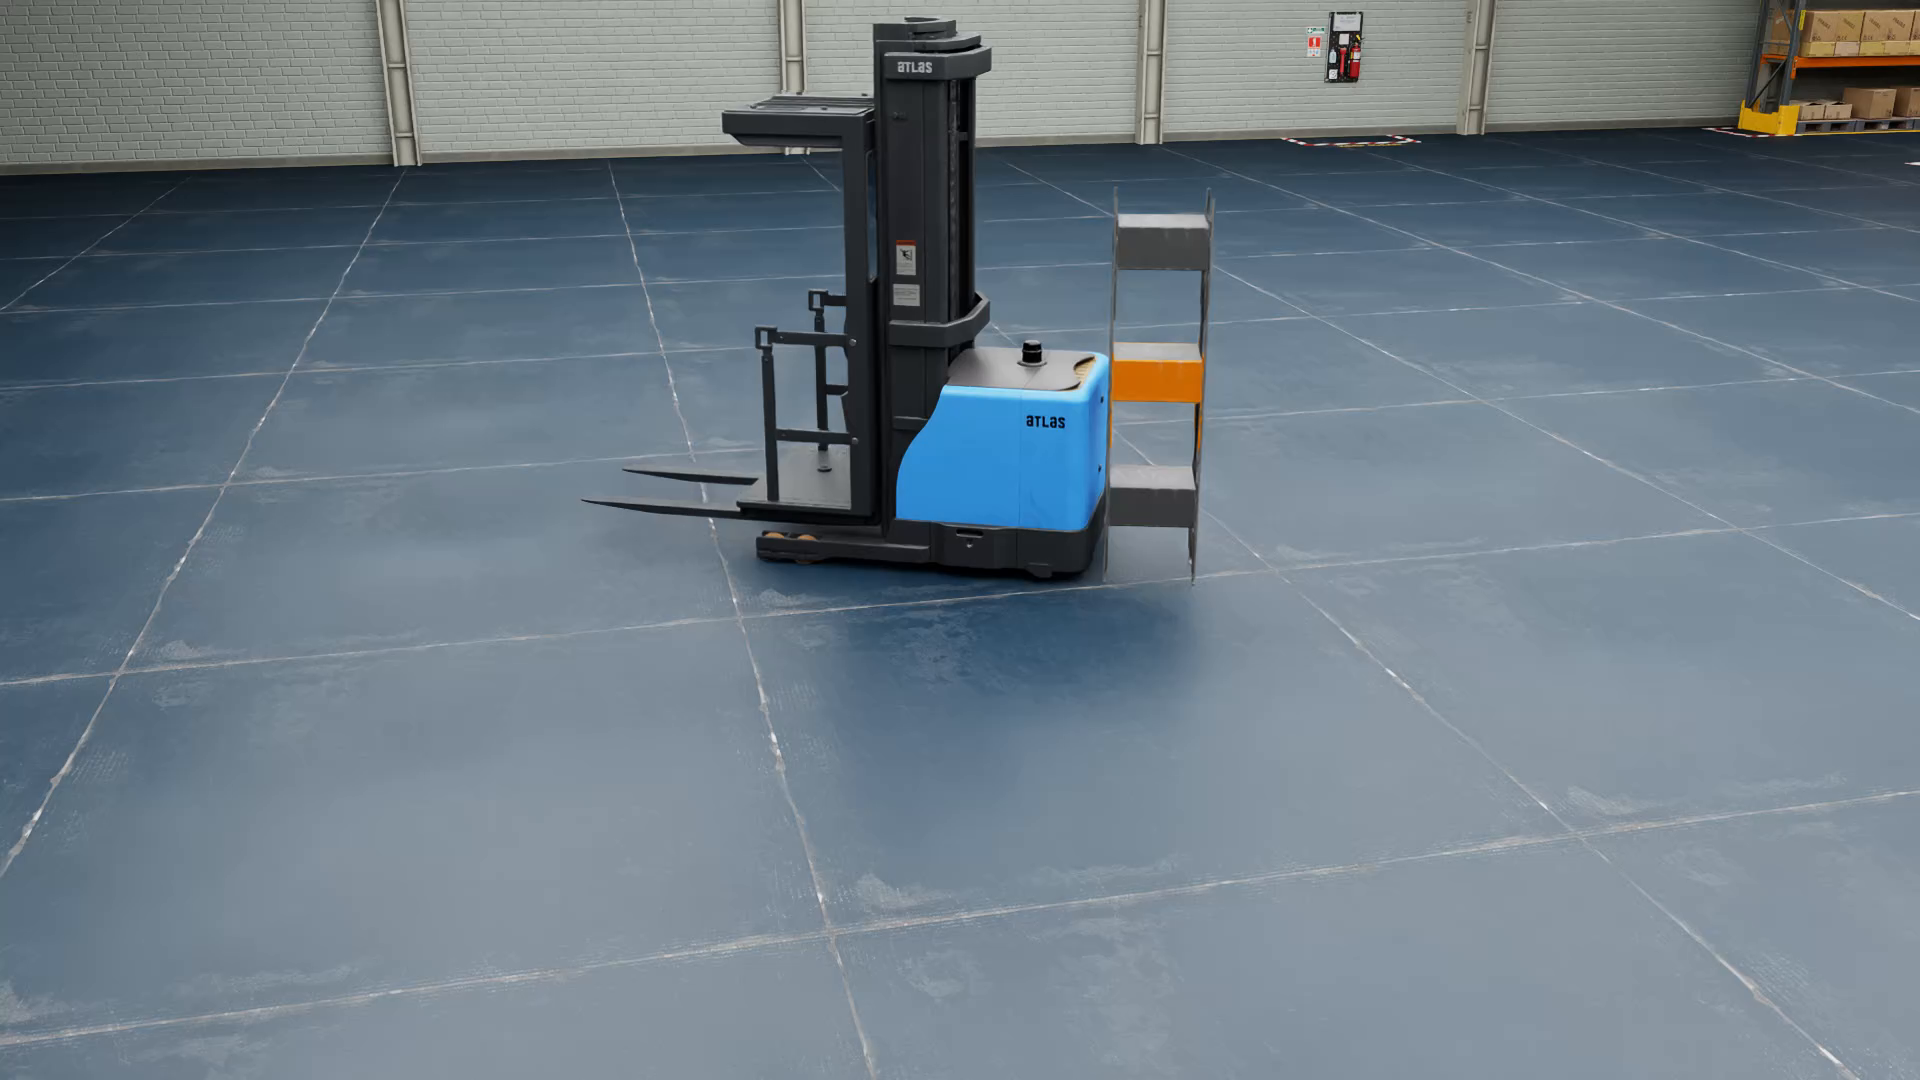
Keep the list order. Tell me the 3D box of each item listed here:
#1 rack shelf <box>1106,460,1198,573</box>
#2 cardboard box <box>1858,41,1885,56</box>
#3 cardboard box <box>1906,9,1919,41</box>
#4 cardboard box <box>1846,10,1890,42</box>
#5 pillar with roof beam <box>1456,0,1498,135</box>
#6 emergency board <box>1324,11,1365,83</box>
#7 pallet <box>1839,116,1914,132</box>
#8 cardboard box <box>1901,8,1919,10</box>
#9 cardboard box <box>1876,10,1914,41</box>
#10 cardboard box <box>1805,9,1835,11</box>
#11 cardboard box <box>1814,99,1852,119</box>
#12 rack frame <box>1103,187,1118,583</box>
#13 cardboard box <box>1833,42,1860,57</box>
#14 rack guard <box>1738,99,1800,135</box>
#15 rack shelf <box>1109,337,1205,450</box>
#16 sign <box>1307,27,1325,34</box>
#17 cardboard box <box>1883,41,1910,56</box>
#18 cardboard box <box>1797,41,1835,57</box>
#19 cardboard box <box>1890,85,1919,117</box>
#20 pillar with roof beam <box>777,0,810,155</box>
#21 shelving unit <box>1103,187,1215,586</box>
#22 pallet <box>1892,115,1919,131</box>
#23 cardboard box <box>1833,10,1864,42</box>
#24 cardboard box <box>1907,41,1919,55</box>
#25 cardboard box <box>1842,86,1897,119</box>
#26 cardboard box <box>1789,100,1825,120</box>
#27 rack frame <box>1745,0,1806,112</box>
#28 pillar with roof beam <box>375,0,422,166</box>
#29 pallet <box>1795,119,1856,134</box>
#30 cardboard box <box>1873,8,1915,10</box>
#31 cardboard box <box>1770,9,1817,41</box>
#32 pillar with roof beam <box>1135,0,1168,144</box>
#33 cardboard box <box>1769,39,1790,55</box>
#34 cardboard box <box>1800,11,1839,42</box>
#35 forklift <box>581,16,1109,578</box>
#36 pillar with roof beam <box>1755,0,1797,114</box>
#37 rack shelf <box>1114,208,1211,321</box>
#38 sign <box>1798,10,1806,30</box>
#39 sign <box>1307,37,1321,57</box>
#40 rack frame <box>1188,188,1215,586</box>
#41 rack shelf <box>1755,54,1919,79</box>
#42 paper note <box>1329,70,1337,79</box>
[{"bbox_3d":[1.054,-0.140,9.219,0.480,0.518,0.431,2,20,4],"label":"rack shelf"},{"bbox_3d":[15.934,-8.694,29.376,0.500,0.250,0.500,-5,21,-13],"label":"cardboard box"},{"bbox_3d":[16.914,-9.128,29.470,0.500,0.500,0.500,-5,21,-14],"label":"cardboard box"},{"bbox_3d":[15.909,-9.041,29.234,0.500,0.500,0.500,-5,21,-14],"label":"cardboard box"},{"bbox_3d":[10.021,-9.984,23.988,0.400,9.000,9.100,-5,21,-12],"label":"pillar with roof beam"},{"bbox_3d":[6.617,-8.426,28.455,0.643,1.169,0.194,-5,21,-12],"label":"emergency board"},{"bbox_3d":[16.445,-7.583,30.208,1.213,0.211,1.003,-5,21,-12],"label":"pallet"},{"bbox_3d":[17.270,-9.339,30.047,0.500,0.500,0.500,-5,21,-13],"label":"cardboard box"},{"bbox_3d":[16.408,-9.086,29.357,0.500,0.500,0.500,-4,20,-11],"label":"cardboard box"},{"bbox_3d":[15.289,-9.175,29.598,0.500,0.500,0.500,-4,21,-12],"label":"cardboard box"},{"bbox_3d":[15.636,-7.752,29.886,0.500,0.311,0.500,-3,20,-8],"label":"cardboard box"},{"bbox_3d":[0.811,-0.817,8.992,0.015,2.100,0.400,2,20,4],"label":"rack frame"},{"bbox_3d":[15.437,-8.656,29.272,0.500,0.250,0.500,-5,21,-14],"label":"cardboard box"},{"bbox_3d":[14.461,-7.571,29.755,0.348,0.500,1.175,-5,21,-12],"label":"rack guard"},{"bbox_3d":[1.054,-0.797,8.978,0.480,0.518,0.431,2,20,4],"label":"rack shelf"},{"bbox_3d":[6.061,-8.679,28.325,0.331,0.109,0.001,-5,21,-12],"label":"sign"},{"bbox_3d":[16.427,-8.733,29.484,0.500,0.250,0.500,-4,21,-12],"label":"cardboard box"},{"bbox_3d":[14.935,-8.610,29.146,0.500,0.250,0.500,-5,21,-14],"label":"cardboard box"},{"bbox_3d":[17.279,-7.992,30.267,0.500,0.500,0.500,-6,21,-17],"label":"cardboard box"},{"bbox_3d":[-1.657,-9.035,21.396,0.400,9.000,9.100,-5,21,-12],"label":"pillar with roof beam"},{"bbox_3d":[1.054,-0.810,8.974,0.503,2.100,0.431,2,20,4],"label":"shelving unit"},{"bbox_3d":[17.634,-7.681,30.475,1.213,0.211,1.003,-5,21,-12],"label":"pallet"},{"bbox_3d":[15.404,-9.003,29.128,0.500,0.500,0.500,-5,21,-12],"label":"cardboard box"},{"bbox_3d":[16.916,-8.773,29.593,0.500,0.250,0.500,-5,21,-13],"label":"cardboard box"},{"bbox_3d":[16.362,-7.882,29.966,0.500,0.500,0.700,-6,21,-16],"label":"cardboard box"},{"bbox_3d":[15.081,-7.707,29.763,0.500,0.311,0.500,-7,21,-19],"label":"cardboard box"},{"bbox_3d":[14.387,-8.738,29.309,0.127,3.000,1.000,-5,21,-12],"label":"rack frame"},{"bbox_3d":[-7.496,-8.560,20.099,0.400,9.000,9.100,-5,21,-12],"label":"pillar with roof beam"},{"bbox_3d":[15.260,-7.488,29.948,1.213,0.211,1.003,-5,21,-12],"label":"pallet"},{"bbox_3d":[16.784,-9.302,29.945,0.500,0.500,0.500,-4,21,-11],"label":"cardboard box"},{"bbox_3d":[14.797,-9.138,29.498,0.500,0.500,0.500,-5,21,-13],"label":"cardboard box"},{"bbox_3d":[4.182,-9.510,22.692,0.400,9.000,9.100,-5,21,-12],"label":"pillar with roof beam"},{"bbox_3d":[14.798,-8.779,29.609,0.500,0.250,0.500,-4,21,-12],"label":"cardboard box"},{"bbox_3d":[14.921,-8.967,29.031,0.500,0.500,0.500,-5,21,-12],"label":"cardboard box"},{"bbox_3d":[-0.690,-1.408,9.398,3.031,2.935,1.130,4,21,11],"label":"forklift"},{"bbox_3d":[15.860,-10.459,25.285,0.400,9.000,9.100,-5,21,-12],"label":"pillar with roof beam"},{"bbox_3d":[1.054,-1.455,8.737,0.480,0.518,0.431,2,20,4],"label":"rack shelf"},{"bbox_3d":[14.512,-8.963,28.664,0.005,0.325,0.100,-5,21,-12],"label":"sign"},{"bbox_3d":[6.055,-8.433,28.424,0.234,0.329,0.001,-5,21,-12],"label":"sign"},{"bbox_3d":[1.298,-0.803,8.955,0.015,2.100,0.400,2,20,4],"label":"rack frame"},{"bbox_3d":[16.334,-8.559,29.865,4.000,0.370,1.077,-5,21,-12],"label":"rack shelf"},{"bbox_3d":[6.429,-8.021,28.631,0.142,0.148,0.016,-5,21,-12],"label":"paper note"}]
